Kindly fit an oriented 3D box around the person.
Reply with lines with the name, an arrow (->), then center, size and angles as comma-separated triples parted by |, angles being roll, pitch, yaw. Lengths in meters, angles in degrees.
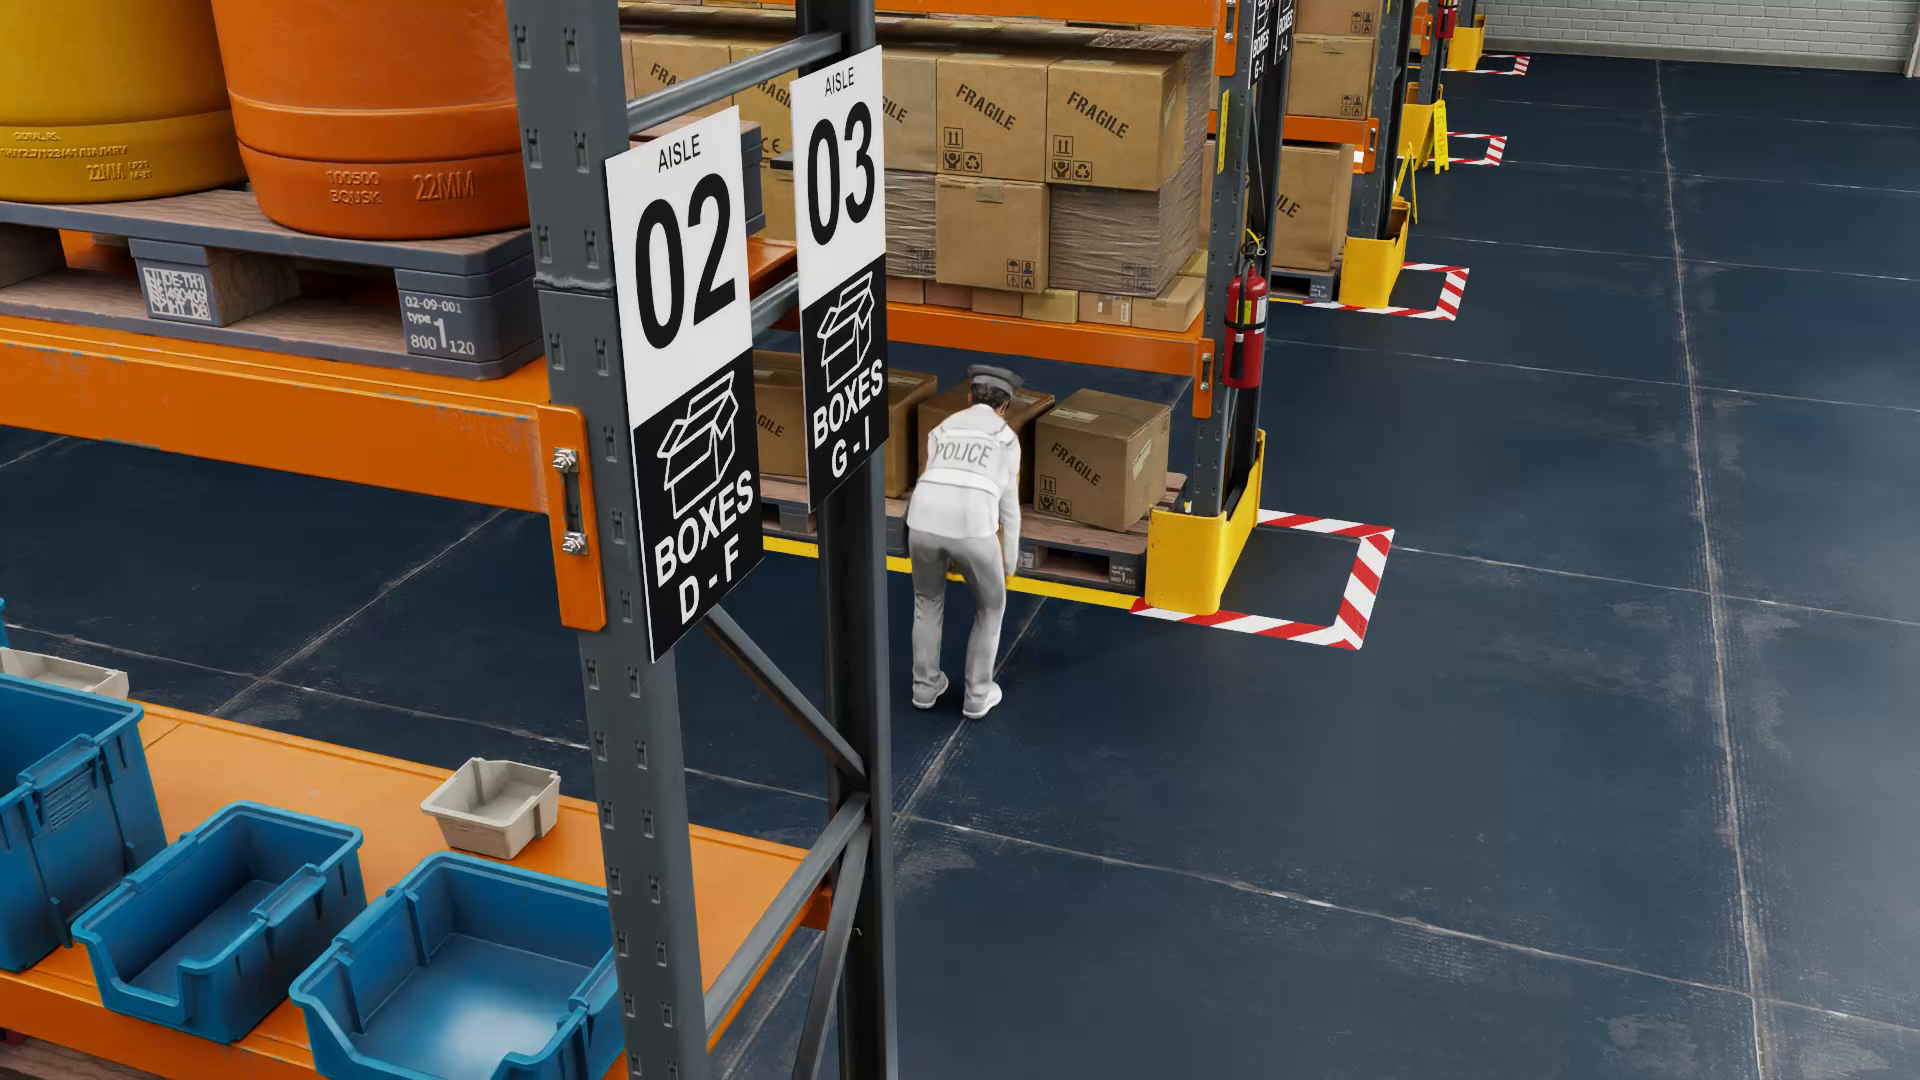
person -> 0.047, -0.011, 6.983 | 0.404, 1.367, 0.855 | 8, 27, 16
